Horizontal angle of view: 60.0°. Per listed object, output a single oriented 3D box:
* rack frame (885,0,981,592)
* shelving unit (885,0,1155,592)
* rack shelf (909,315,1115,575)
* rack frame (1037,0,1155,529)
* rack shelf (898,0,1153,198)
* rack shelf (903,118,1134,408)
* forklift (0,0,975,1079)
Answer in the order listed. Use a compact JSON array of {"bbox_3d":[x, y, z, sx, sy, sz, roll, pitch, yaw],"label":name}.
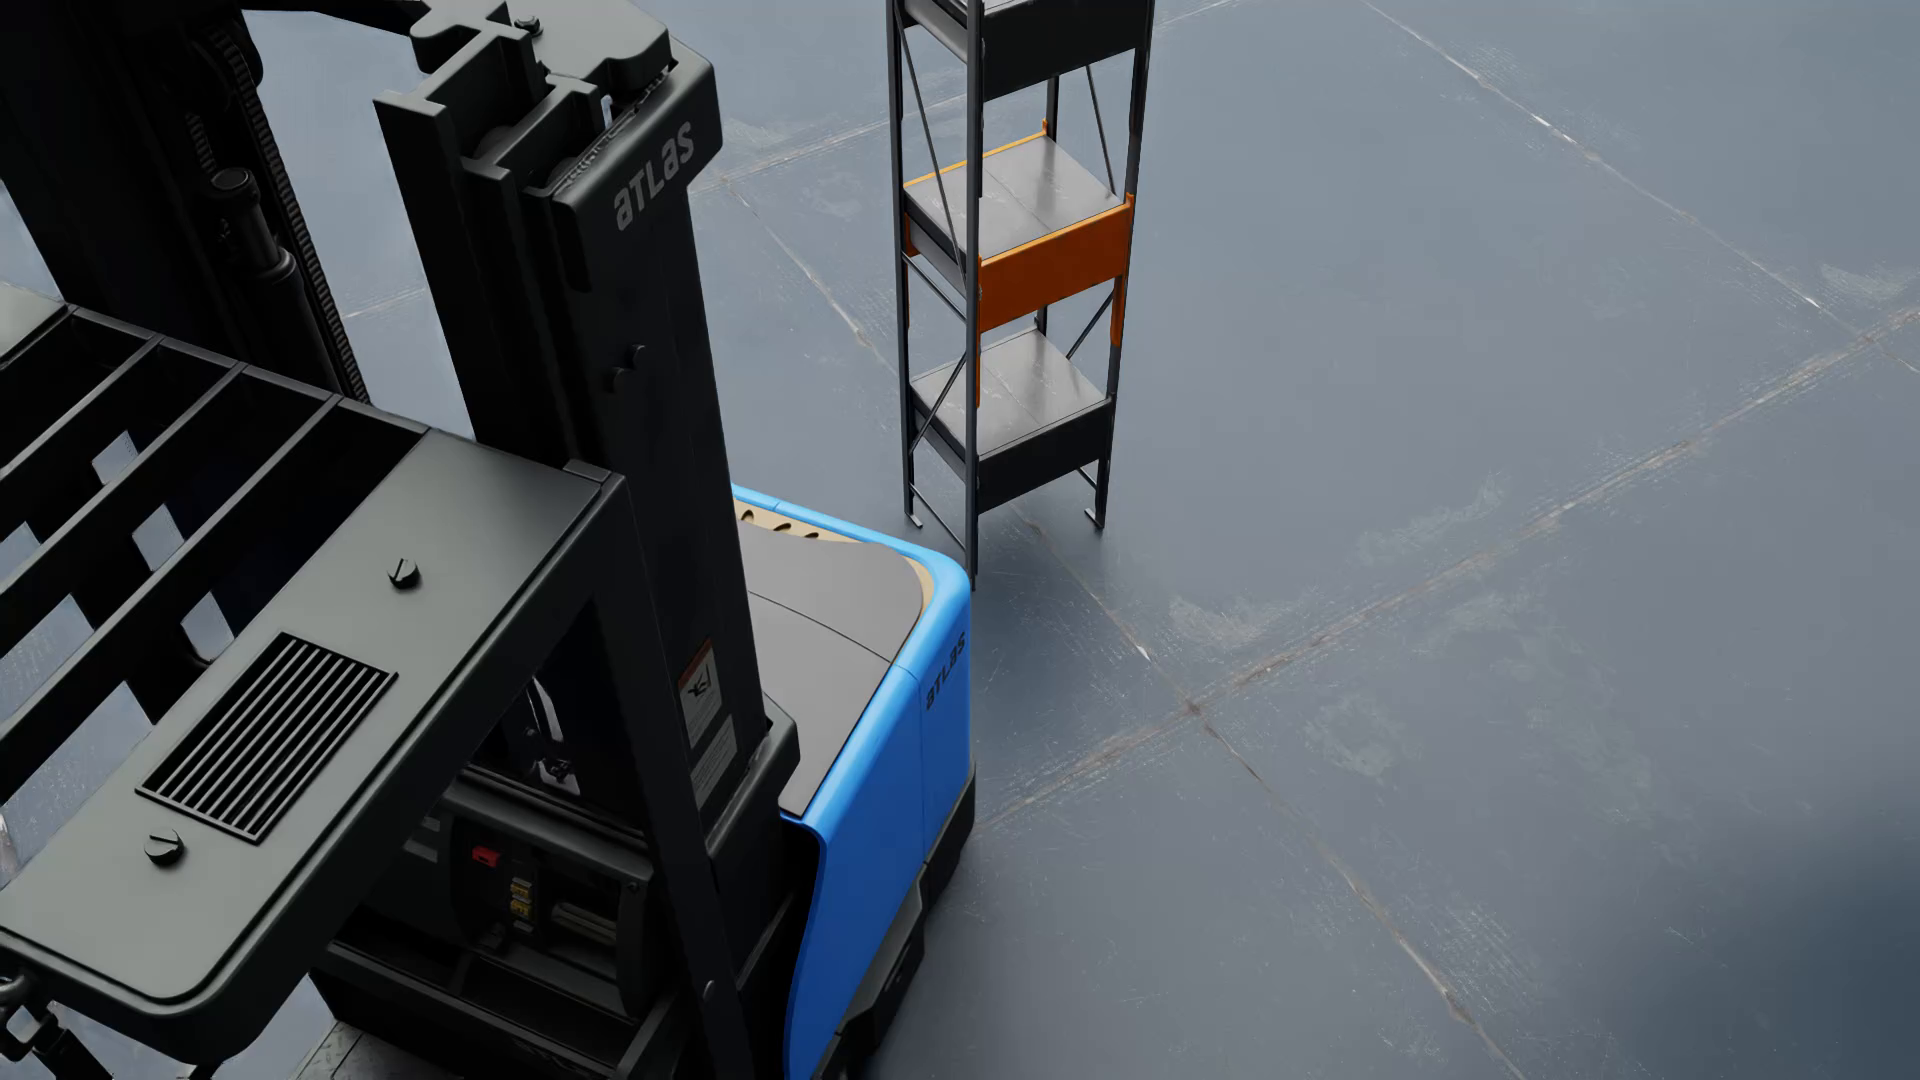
[{"bbox_3d":[-0.066,-0.667,4.438,0.015,2.100,0.400,-25,53,-21],"label":"rack frame"},{"bbox_3d":[0.140,-0.764,4.525,0.503,2.100,0.431,-25,53,-21],"label":"shelving unit"},{"bbox_3d":[0.140,-0.290,5.058,0.480,0.518,0.431,-25,53,-21],"label":"rack shelf"},{"bbox_3d":[0.346,-0.861,4.611,0.015,2.100,0.400,-25,53,-21],"label":"rack frame"},{"bbox_3d":[0.140,-1.221,4.012,0.480,0.518,0.431,-25,53,-21],"label":"rack shelf"},{"bbox_3d":[0.140,-0.755,4.535,0.480,0.518,0.431,-25,53,-21],"label":"rack shelf"},{"bbox_3d":[-1.017,0.653,2.706,1.130,2.935,3.031,18,51,16],"label":"forklift"}]
